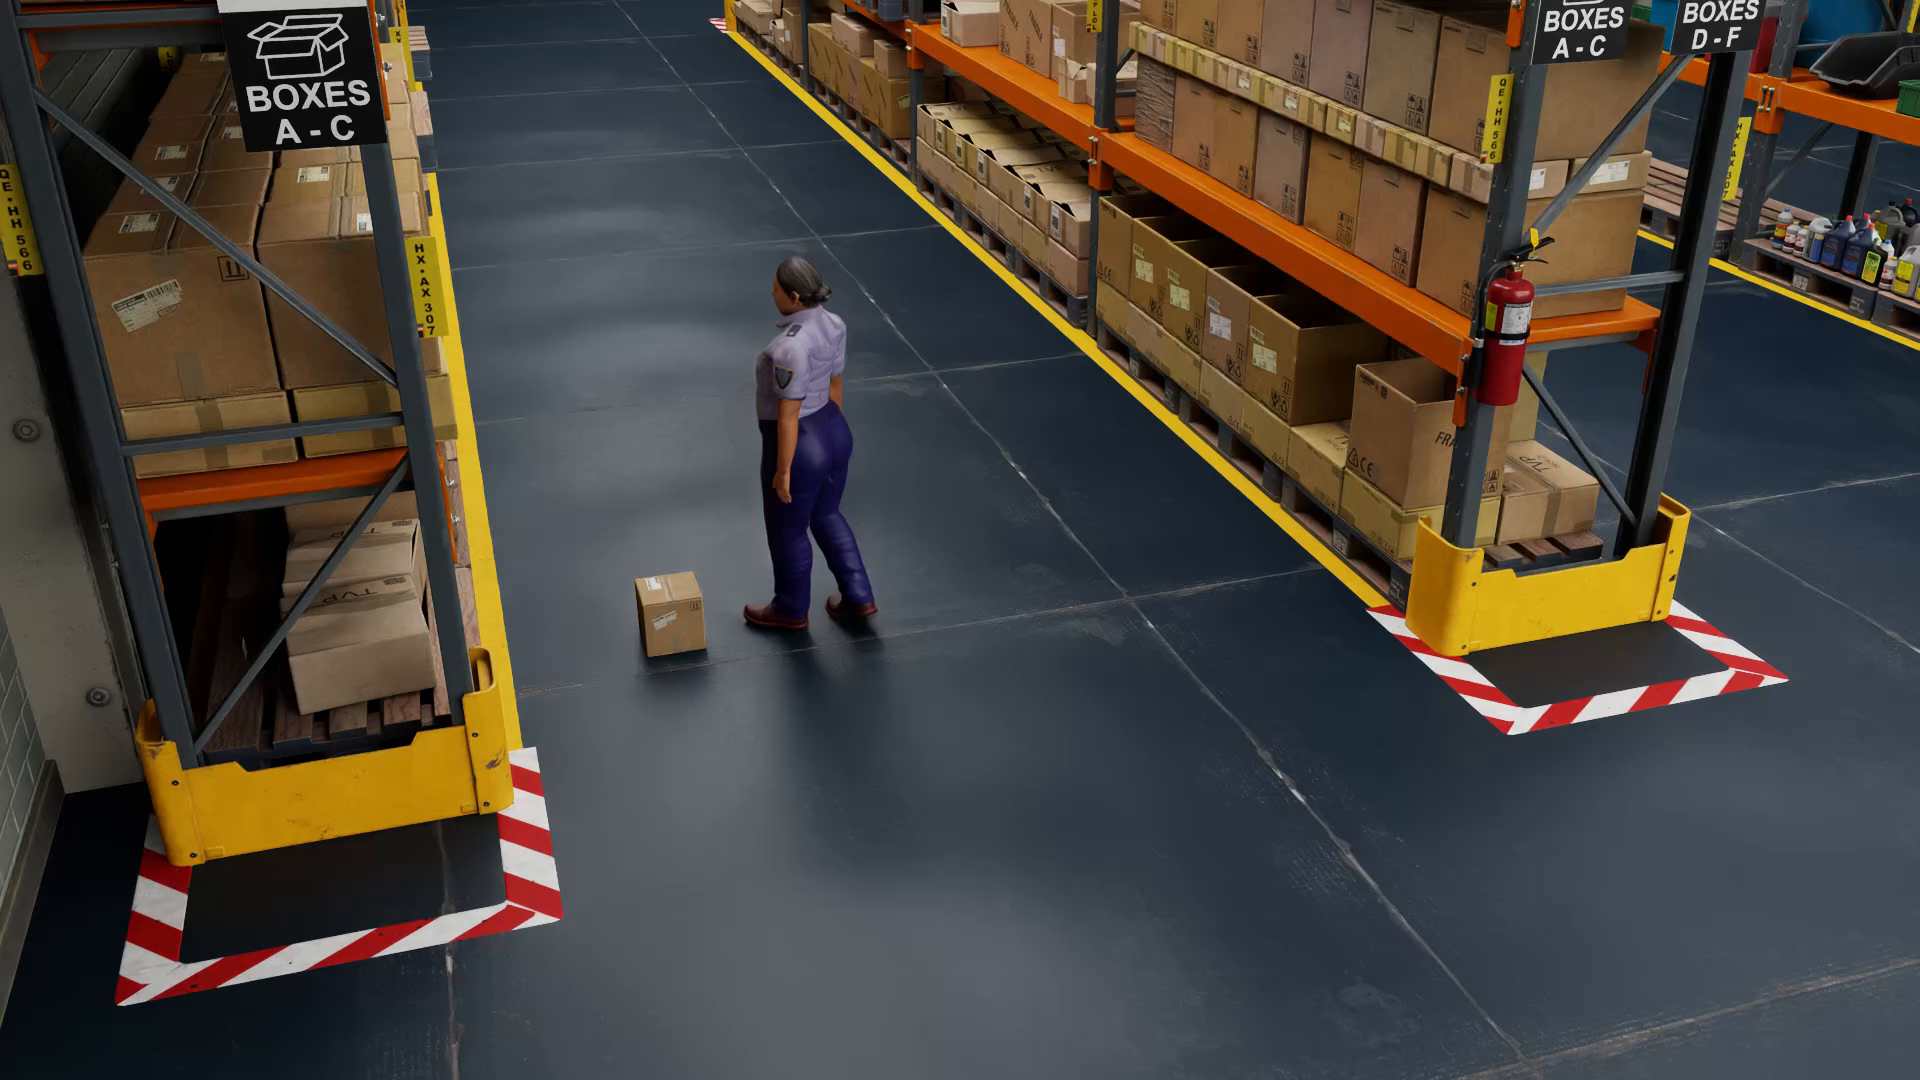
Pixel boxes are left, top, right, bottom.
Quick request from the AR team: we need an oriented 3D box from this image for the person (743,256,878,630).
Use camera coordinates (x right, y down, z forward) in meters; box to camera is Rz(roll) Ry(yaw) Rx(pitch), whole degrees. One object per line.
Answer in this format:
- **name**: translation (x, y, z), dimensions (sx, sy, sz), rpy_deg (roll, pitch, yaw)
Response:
- **person**: translation (-0.658, -0.364, 6.858), dimensions (0.577, 1.628, 0.494), rpy_deg (11, 29, 21)
